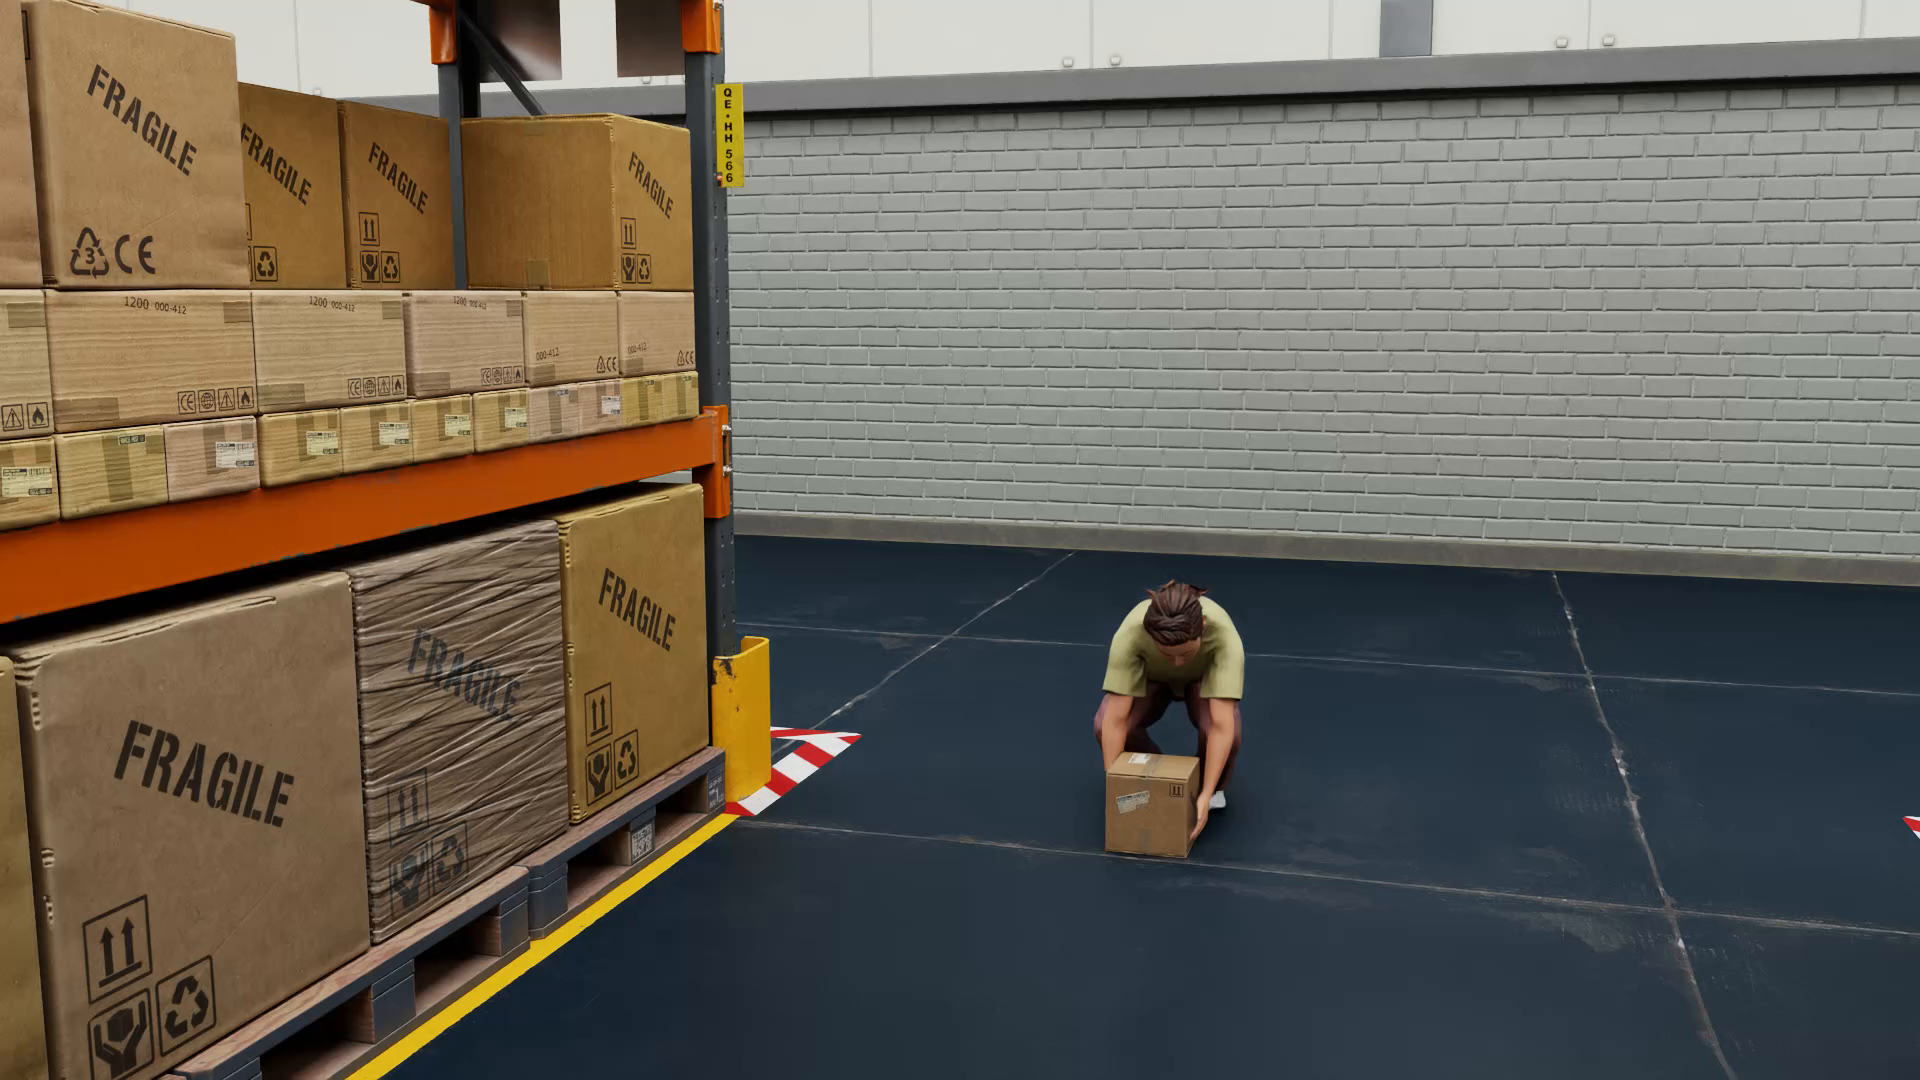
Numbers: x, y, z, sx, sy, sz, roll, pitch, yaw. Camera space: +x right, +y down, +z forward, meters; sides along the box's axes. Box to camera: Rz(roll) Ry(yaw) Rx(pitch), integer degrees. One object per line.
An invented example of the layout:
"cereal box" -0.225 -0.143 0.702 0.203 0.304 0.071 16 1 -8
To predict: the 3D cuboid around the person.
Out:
"person" 0.699 0.501 5.440 0.479 0.806 0.805 2 9 16
